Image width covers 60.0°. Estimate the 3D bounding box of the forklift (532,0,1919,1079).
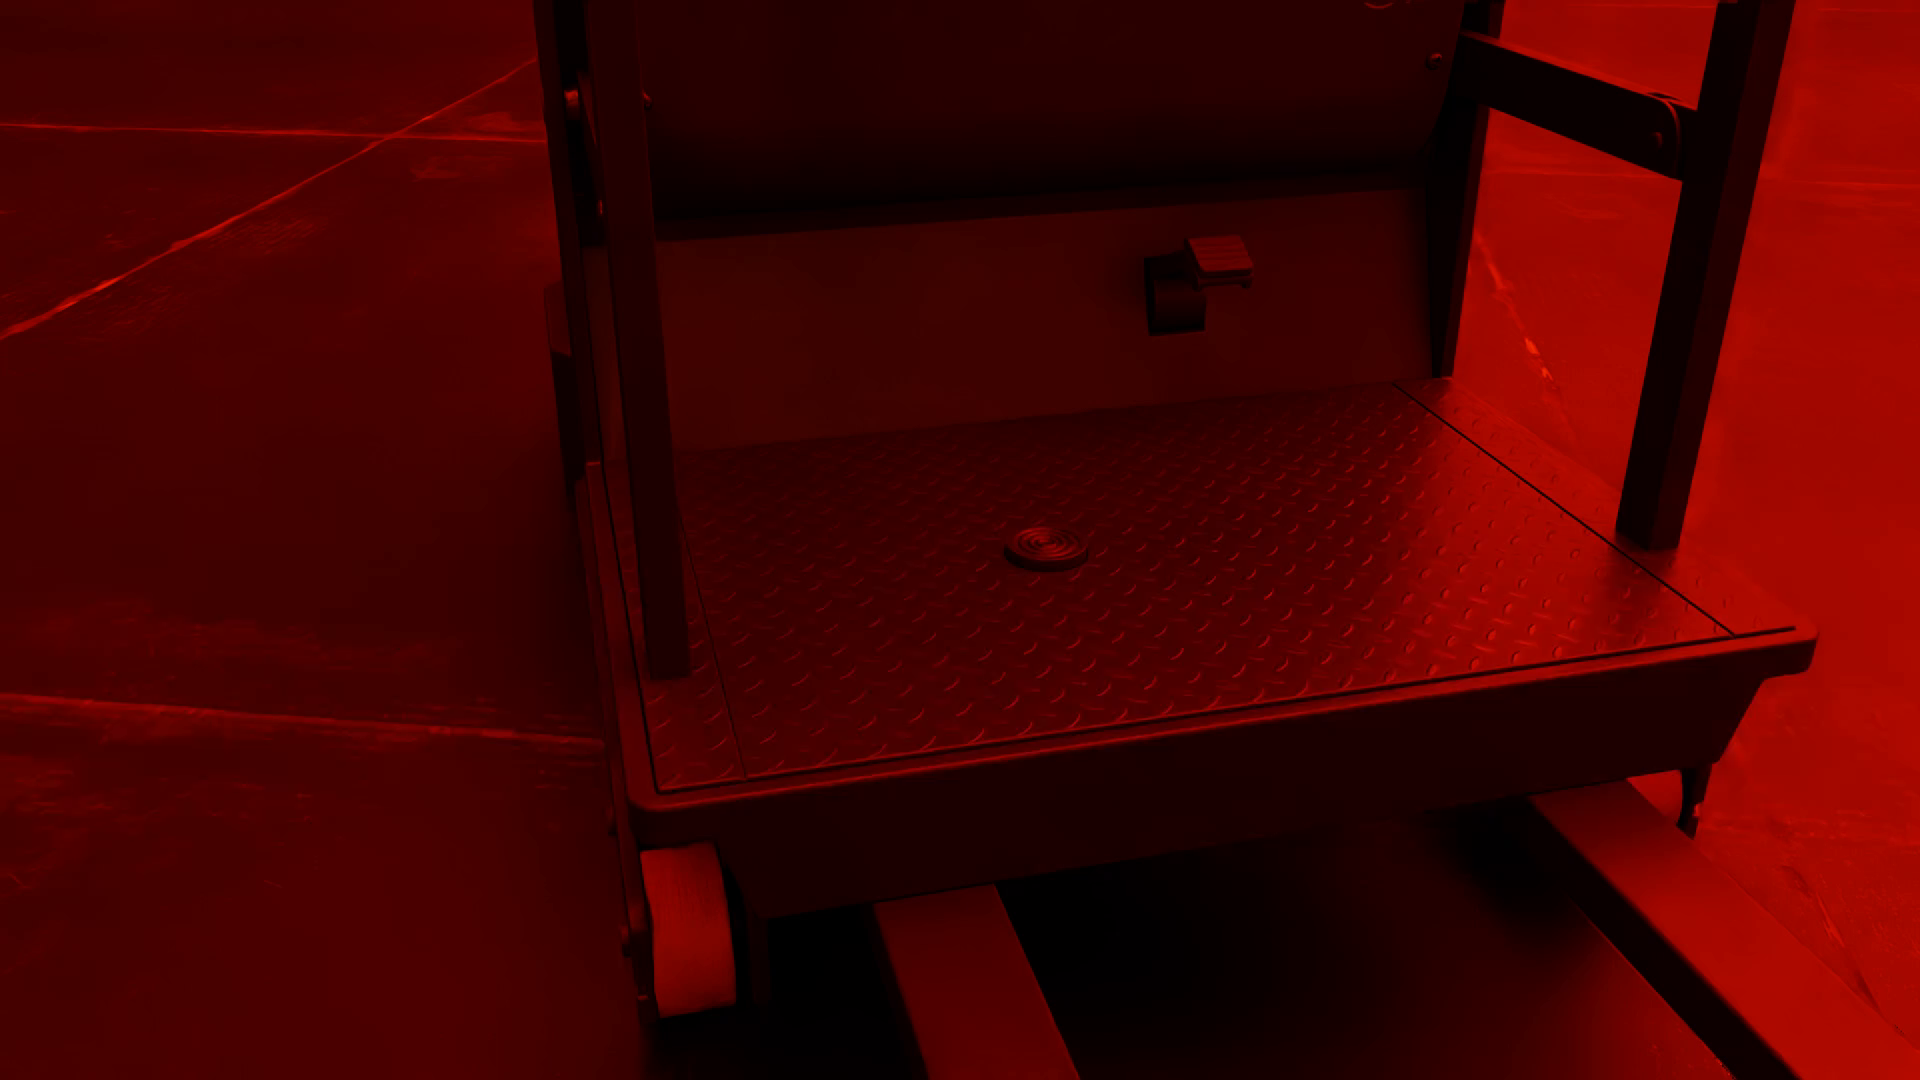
[{"bbox_3d":[0.153,-1.049,1.319,1.130,2.935,3.031,-7,27,-13],"label":"forklift"}]
